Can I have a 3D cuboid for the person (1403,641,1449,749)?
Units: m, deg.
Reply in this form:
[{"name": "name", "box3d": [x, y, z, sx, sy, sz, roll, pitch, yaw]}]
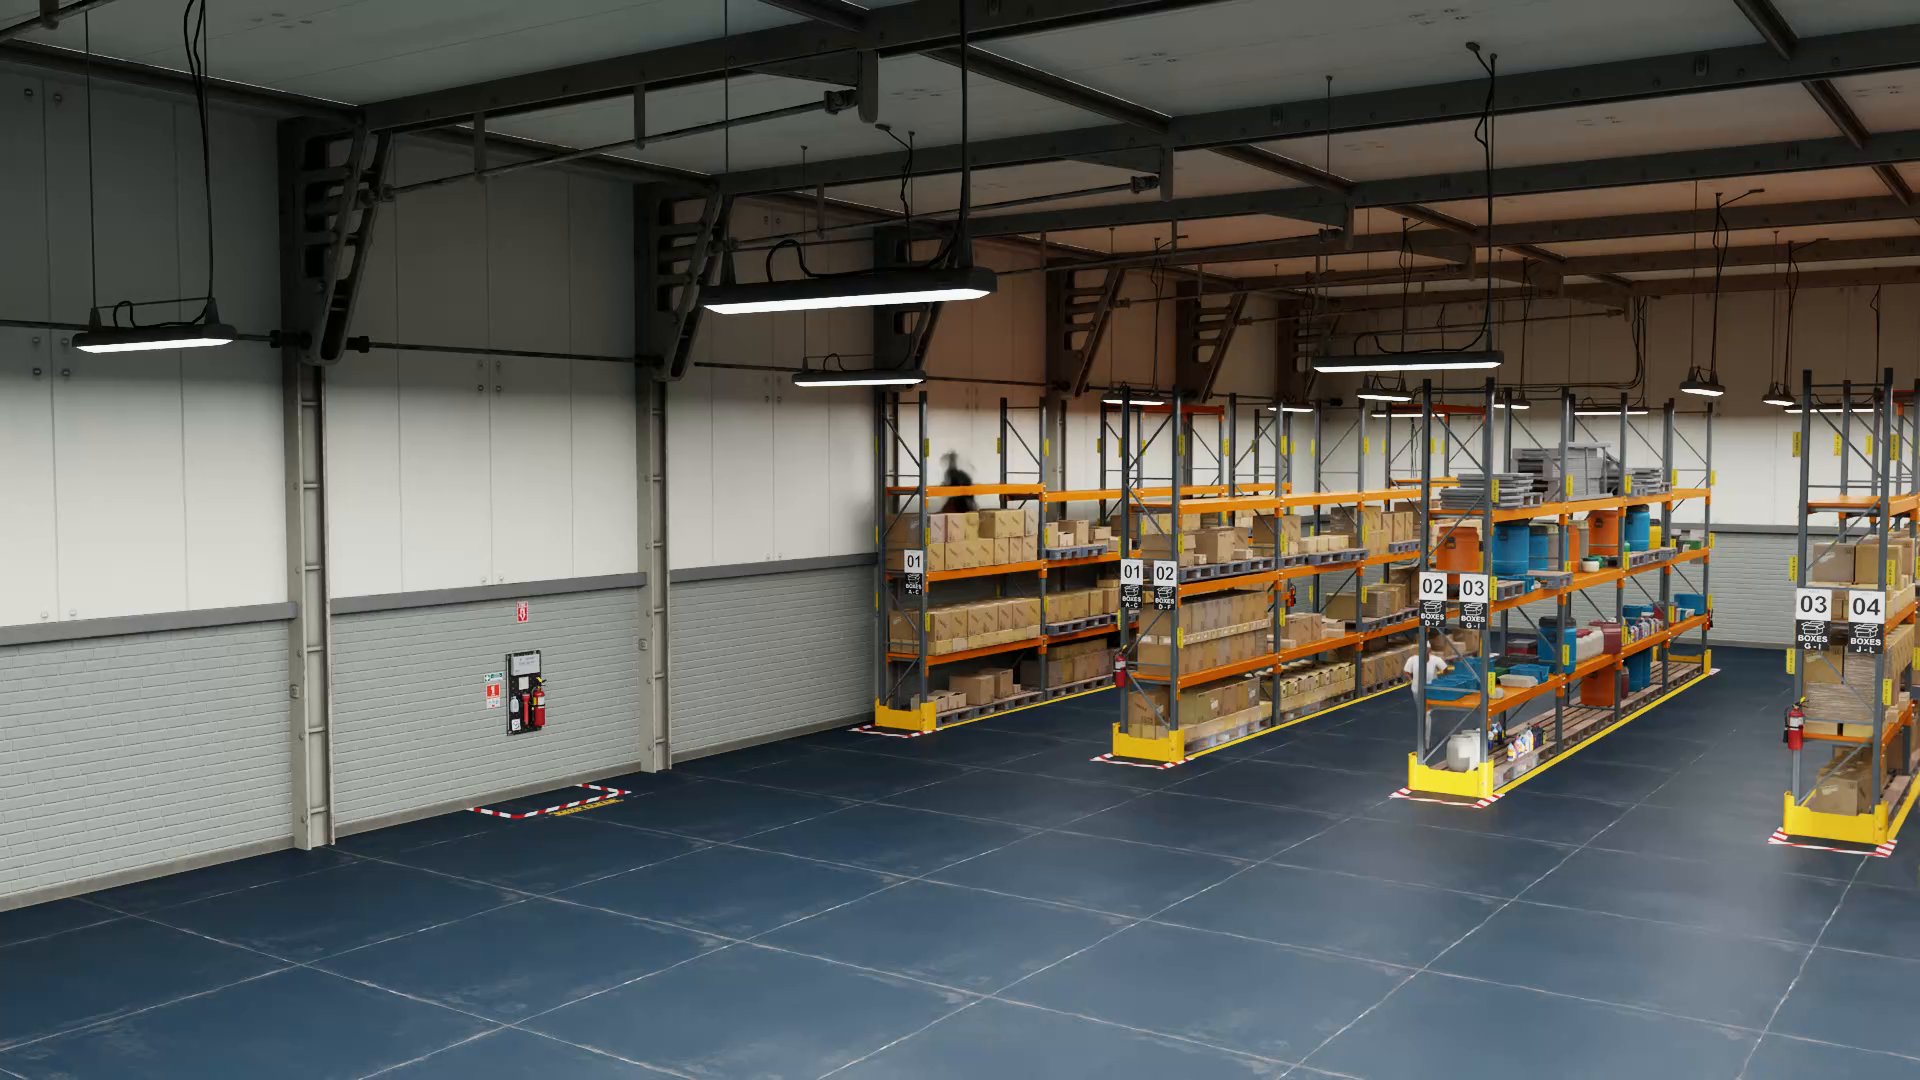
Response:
[{"name": "person", "box3d": [7.786, 2.581, 27.937, 0.676, 1.825, 0.769, 2, 4, 35]}]
